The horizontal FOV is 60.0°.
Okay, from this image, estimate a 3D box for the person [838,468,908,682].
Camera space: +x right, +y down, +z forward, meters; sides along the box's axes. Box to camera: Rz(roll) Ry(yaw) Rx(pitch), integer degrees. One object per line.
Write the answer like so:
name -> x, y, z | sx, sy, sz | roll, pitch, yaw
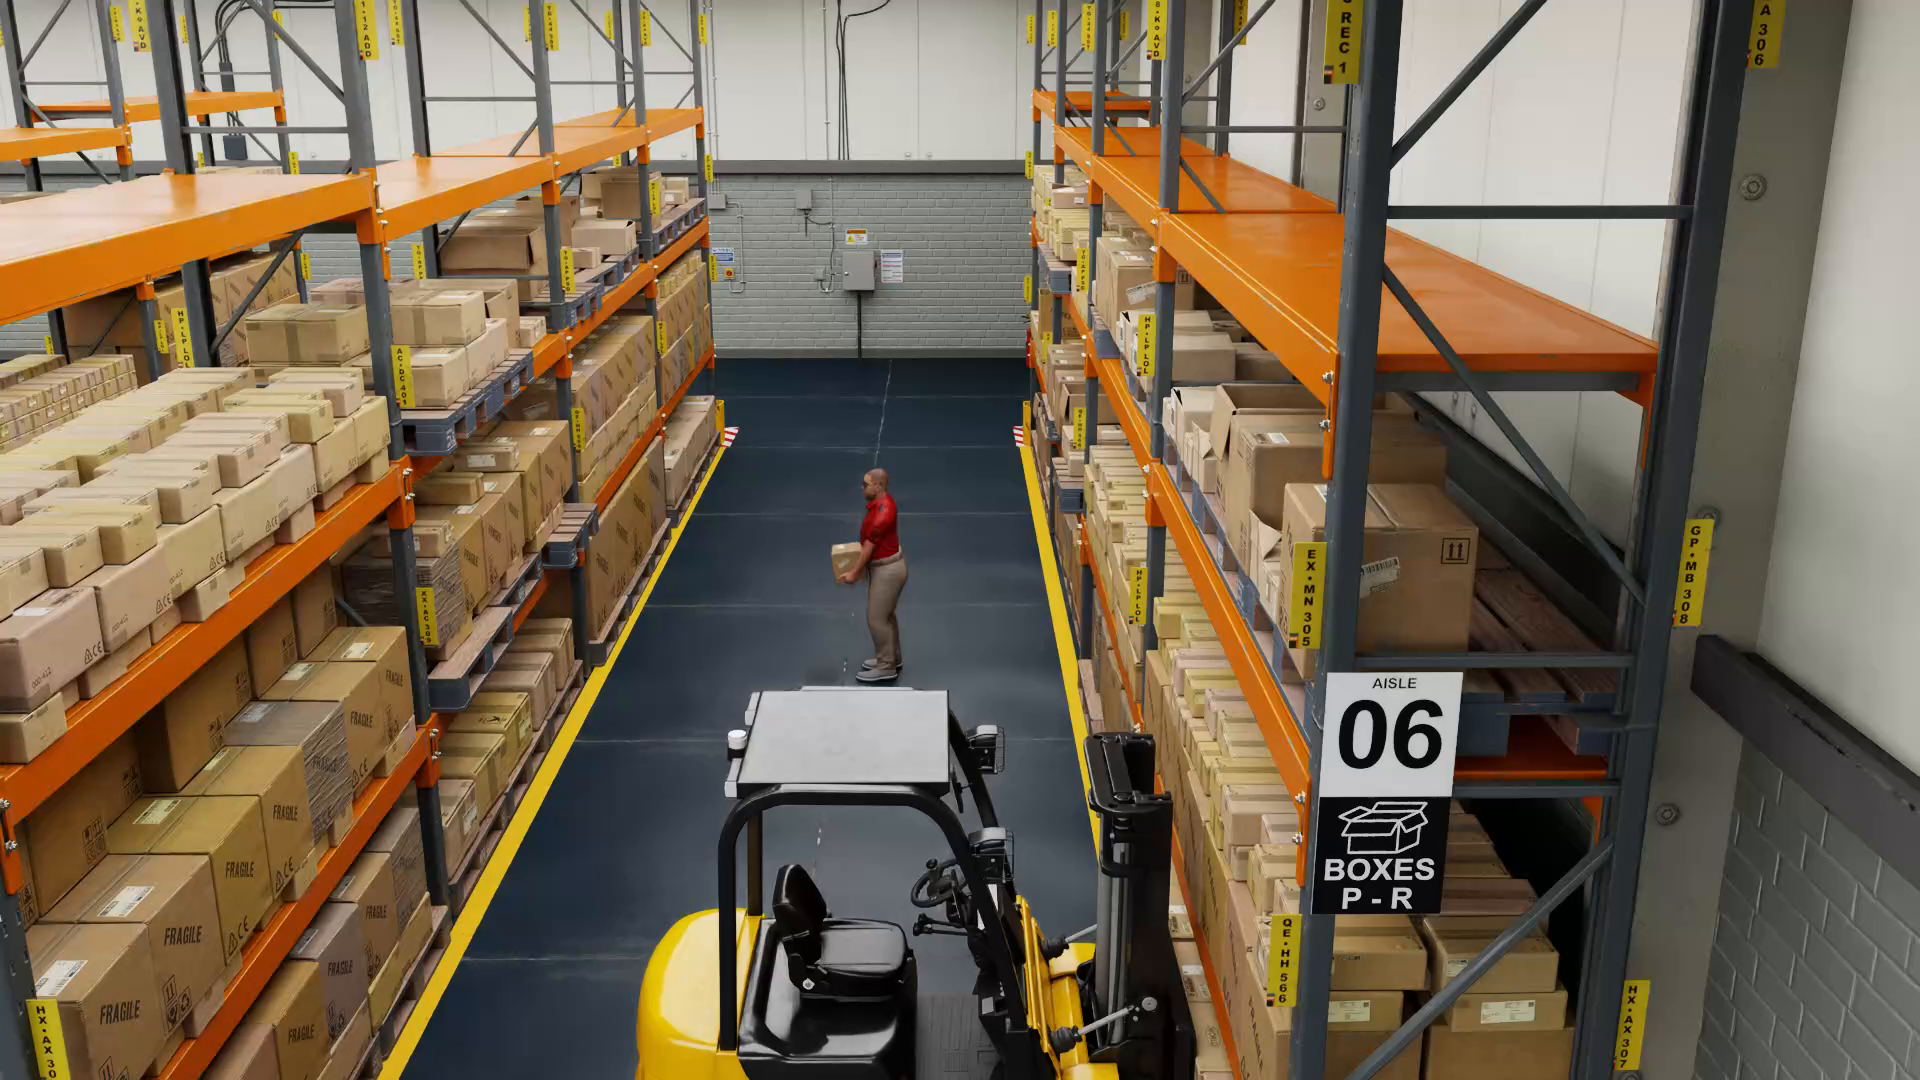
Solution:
person -> -0.688, 0.269, 13.215 | 0.557, 1.724, 0.488 | -1, 17, -2
